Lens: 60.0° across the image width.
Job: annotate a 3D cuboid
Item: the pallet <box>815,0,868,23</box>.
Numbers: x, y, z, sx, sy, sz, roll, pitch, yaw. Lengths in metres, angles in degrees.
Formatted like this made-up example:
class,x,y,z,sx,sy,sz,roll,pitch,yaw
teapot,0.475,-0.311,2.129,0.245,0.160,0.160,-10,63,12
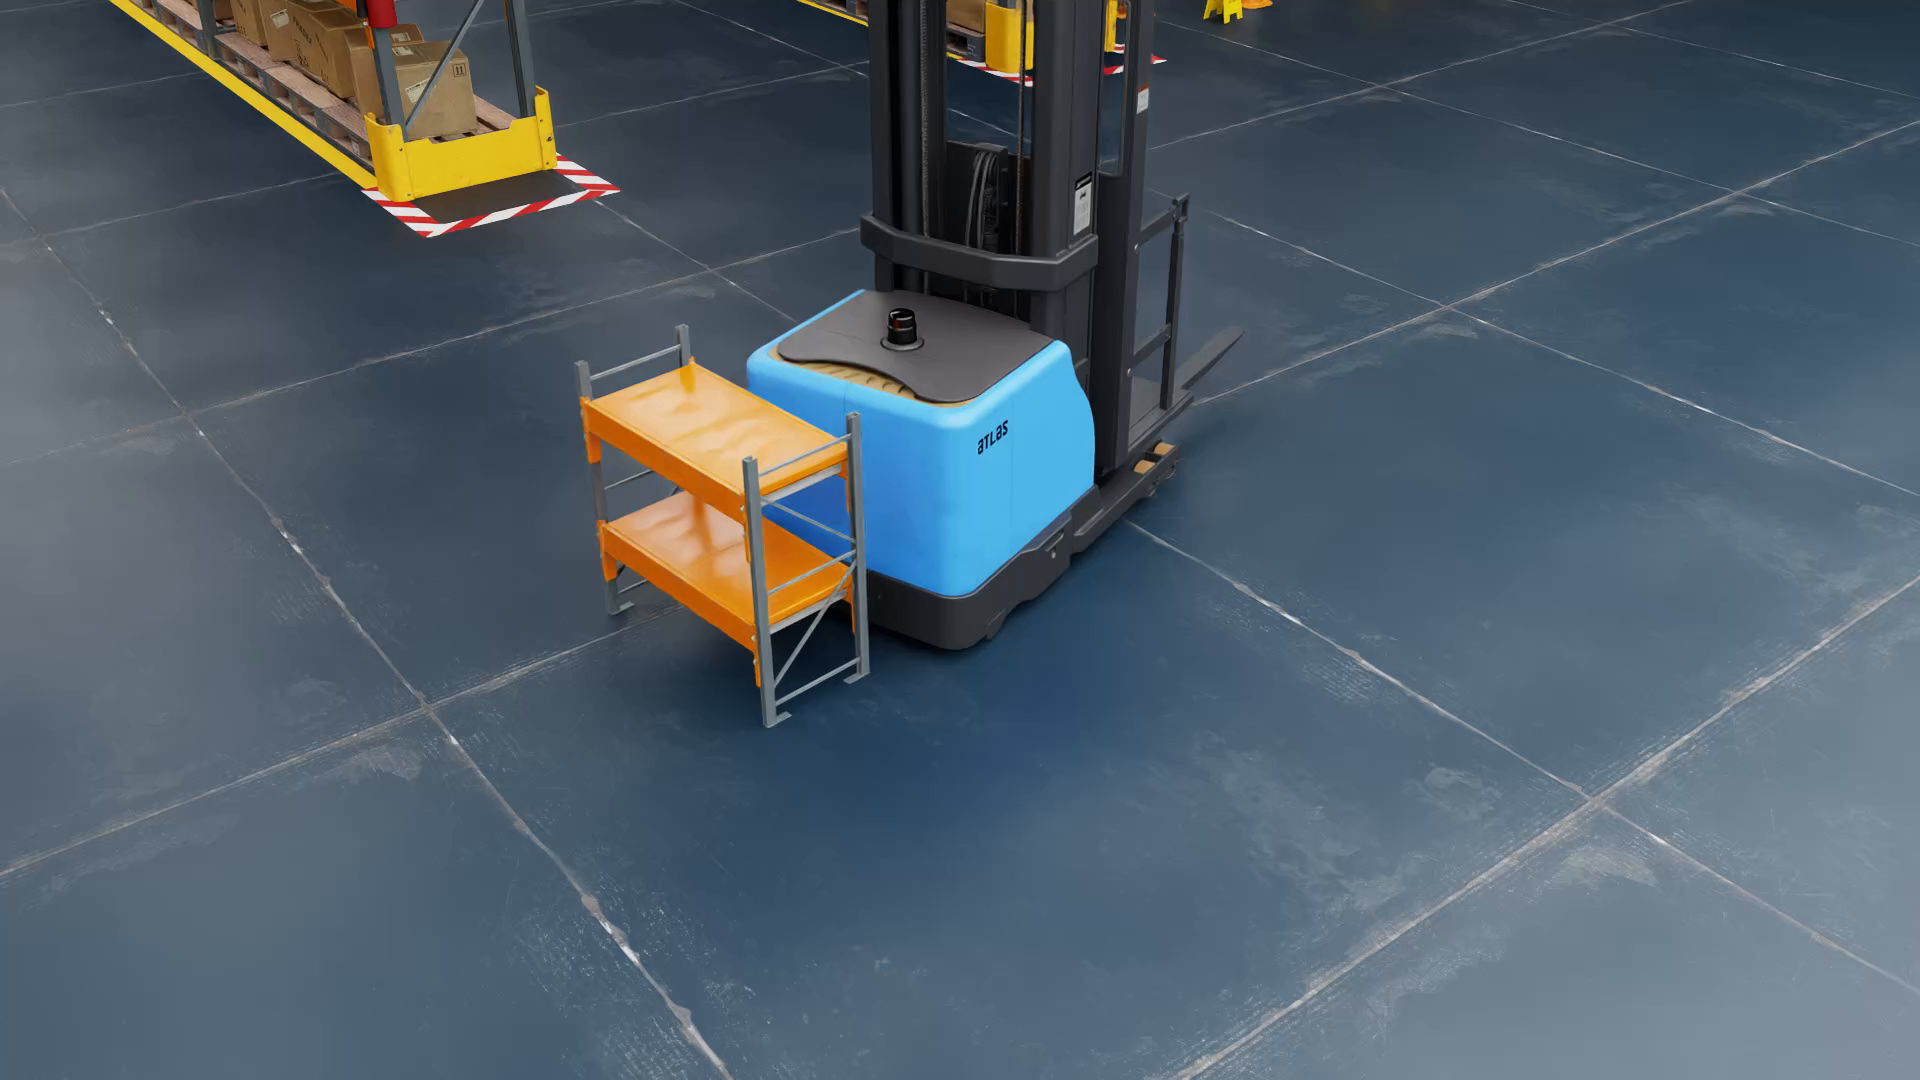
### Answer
class,x,y,z,sx,sy,sz,roll,pitch,yaw
pallet,-0.563,-4.872,14.894,1.003,0.211,1.213,-22,38,-31

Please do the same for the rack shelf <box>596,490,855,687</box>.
class,x,y,z,sx,sy,sz,roll,pitch,yaw
rack shelf,-0.891,0.136,6.428,0.538,0.278,1.000,-27,41,-36

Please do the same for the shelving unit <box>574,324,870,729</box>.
class,x,y,z,sx,sy,sz,roll,pitch,yaw
shelving unit,-0.891,-0.072,6.299,0.538,1.125,1.048,-27,41,-36

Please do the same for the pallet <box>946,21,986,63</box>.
class,x,y,z,sx,sy,sz,roll,pitch,yaw
pallet,0.181,-4.364,14.076,1.003,0.211,1.213,-22,38,-31

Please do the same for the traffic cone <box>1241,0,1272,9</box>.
class,x,y,z,sx,sy,sz,roll,pitch,yaw
traffic cone,2.630,-5.067,14.970,0.336,0.463,0.334,-22,38,-31

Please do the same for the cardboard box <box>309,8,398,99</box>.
class,x,y,z,sx,sy,sz,roll,pitch,yaw
cardboard box,-4.379,-3.565,12.118,0.500,0.500,0.500,-19,36,-27

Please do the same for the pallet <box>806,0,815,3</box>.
class,x,y,z,sx,sy,sz,roll,pitch,yaw
pallet,-1.315,-5.381,15.713,1.003,0.211,1.213,-22,38,-31

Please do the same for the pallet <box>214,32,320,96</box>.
class,x,y,z,sx,sy,sz,roll,pitch,yaw
pallet,-5.260,-3.892,13.316,1.003,0.211,1.213,-22,38,-31

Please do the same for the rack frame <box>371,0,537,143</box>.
class,x,y,z,sx,sy,sz,roll,pitch,yaw
rack frame,-3.247,-3.678,10.328,1.000,3.000,0.127,-22,38,-31

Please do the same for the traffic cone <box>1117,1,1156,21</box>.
class,x,y,z,sx,sy,sz,roll,pitch,yaw
traffic cone,1.529,-4.843,14.610,0.336,0.463,0.334,-22,38,-31

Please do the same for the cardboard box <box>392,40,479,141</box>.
class,x,y,z,sx,sy,sz,roll,pitch,yaw
cardboard box,-3.617,-3.060,11.305,0.500,0.500,0.500,-15,35,-23

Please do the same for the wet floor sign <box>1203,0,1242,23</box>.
class,x,y,z,sx,sy,sz,roll,pitch,yaw
wet floor sign,2.315,-4.869,14.477,0.232,0.644,0.267,26,40,35

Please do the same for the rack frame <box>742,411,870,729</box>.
class,x,y,z,sx,sy,sz,roll,pitch,yaw
rack frame,-0.539,0.121,5.987,0.500,1.125,0.032,-27,41,-36

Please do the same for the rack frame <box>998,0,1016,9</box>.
class,x,y,z,sx,sy,sz,roll,pitch,yaw
rack frame,0.733,-5.240,12.844,1.000,3.000,0.127,-22,38,-31

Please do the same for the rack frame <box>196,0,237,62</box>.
class,x,y,z,sx,sy,sz,roll,pitch,yaw
rack frame,-5.700,-5.345,13.012,1.000,3.000,0.127,-22,38,-31

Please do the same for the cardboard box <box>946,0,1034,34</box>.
class,x,y,z,sx,sy,sz,roll,pitch,yaw
cardboard box,0.265,-4.777,13.715,0.875,0.875,0.875,-22,38,-31

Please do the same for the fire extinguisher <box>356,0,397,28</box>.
class,x,y,z,sx,sy,sz,roll,pitch,yaw
fire extinguisher,-3.541,-3.448,10.032,0.296,0.674,0.183,-22,38,-31

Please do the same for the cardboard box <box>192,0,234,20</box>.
class,x,y,z,sx,sy,sz,roll,pitch,yaw
cardboard box,-6.059,-4.733,13.979,0.700,0.500,0.500,-26,40,-35

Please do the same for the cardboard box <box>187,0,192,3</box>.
class,x,y,z,sx,sy,sz,roll,pitch,yaw
cardboard box,-6.337,-4.938,14.309,0.700,0.500,0.500,-23,38,-32

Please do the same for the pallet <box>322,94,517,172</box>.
class,x,y,z,sx,sy,sz,roll,pitch,yaw
pallet,-3.764,-2.875,11.679,1.003,0.211,1.213,-22,38,-31

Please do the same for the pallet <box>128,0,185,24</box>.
class,x,y,z,sx,sy,sz,roll,pitch,yaw
pallet,-6.931,-4.993,15.089,1.003,0.211,1.213,-22,38,-31

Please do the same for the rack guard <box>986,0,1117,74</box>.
class,x,y,z,sx,sy,sz,roll,pitch,yaw
rack guard,0.748,-4.168,13.488,1.175,0.500,0.348,-22,38,-31

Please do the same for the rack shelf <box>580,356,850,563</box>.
class,x,y,z,sx,sy,sz,roll,pitch,yaw
rack shelf,-0.892,-0.320,6.144,0.538,0.278,1.000,-27,41,-36

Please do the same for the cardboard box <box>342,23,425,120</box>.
class,x,y,z,sx,sy,sz,roll,pitch,yaw
cardboard box,-4.010,-3.298,11.688,0.500,0.500,0.500,-12,34,-19

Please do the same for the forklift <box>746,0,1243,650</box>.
class,x,y,z,sx,sy,sz,roll,pitch,yaw
forklift,0.373,-1.560,6.984,1.130,2.935,3.031,18,36,27

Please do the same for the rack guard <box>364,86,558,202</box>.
class,x,y,z,sx,sy,sz,roll,pitch,yaw
rack guard,-3.294,-2.648,11.039,1.175,0.500,0.348,-22,38,-31

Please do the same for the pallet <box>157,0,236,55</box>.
class,x,y,z,sx,sy,sz,roll,pitch,yaw
pallet,-6.178,-4.484,14.270,1.003,0.211,1.213,-22,38,-31

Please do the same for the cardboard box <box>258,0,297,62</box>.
class,x,y,z,sx,sy,sz,roll,pitch,yaw
cardboard box,-5.129,-4.045,12.892,0.500,0.500,0.500,-11,33,-16

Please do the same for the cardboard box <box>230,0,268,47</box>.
class,x,y,z,sx,sy,sz,roll,pitch,yaw
cardboard box,-5.486,-4.282,13.272,0.500,0.500,0.500,-24,39,-33

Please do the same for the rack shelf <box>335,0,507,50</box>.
class,x,y,z,sx,sy,sz,roll,pitch,yaw
rack shelf,-4.473,-4.206,11.860,1.077,0.370,4.000,-22,38,-31

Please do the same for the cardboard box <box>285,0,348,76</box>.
class,x,y,z,sx,sy,sz,roll,pitch,yaw
cardboard box,-4.686,-3.812,12.516,0.500,0.500,0.500,-26,40,-35

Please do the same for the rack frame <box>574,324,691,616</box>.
class,x,y,z,sx,sy,sz,roll,pitch,yaw
rack frame,-1.244,-0.265,6.610,0.500,1.125,0.032,-27,41,-36

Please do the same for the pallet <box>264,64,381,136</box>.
class,x,y,z,sx,sy,sz,roll,pitch,yaw
pallet,-4.508,-3.383,12.497,1.003,0.211,1.213,-22,38,-31
